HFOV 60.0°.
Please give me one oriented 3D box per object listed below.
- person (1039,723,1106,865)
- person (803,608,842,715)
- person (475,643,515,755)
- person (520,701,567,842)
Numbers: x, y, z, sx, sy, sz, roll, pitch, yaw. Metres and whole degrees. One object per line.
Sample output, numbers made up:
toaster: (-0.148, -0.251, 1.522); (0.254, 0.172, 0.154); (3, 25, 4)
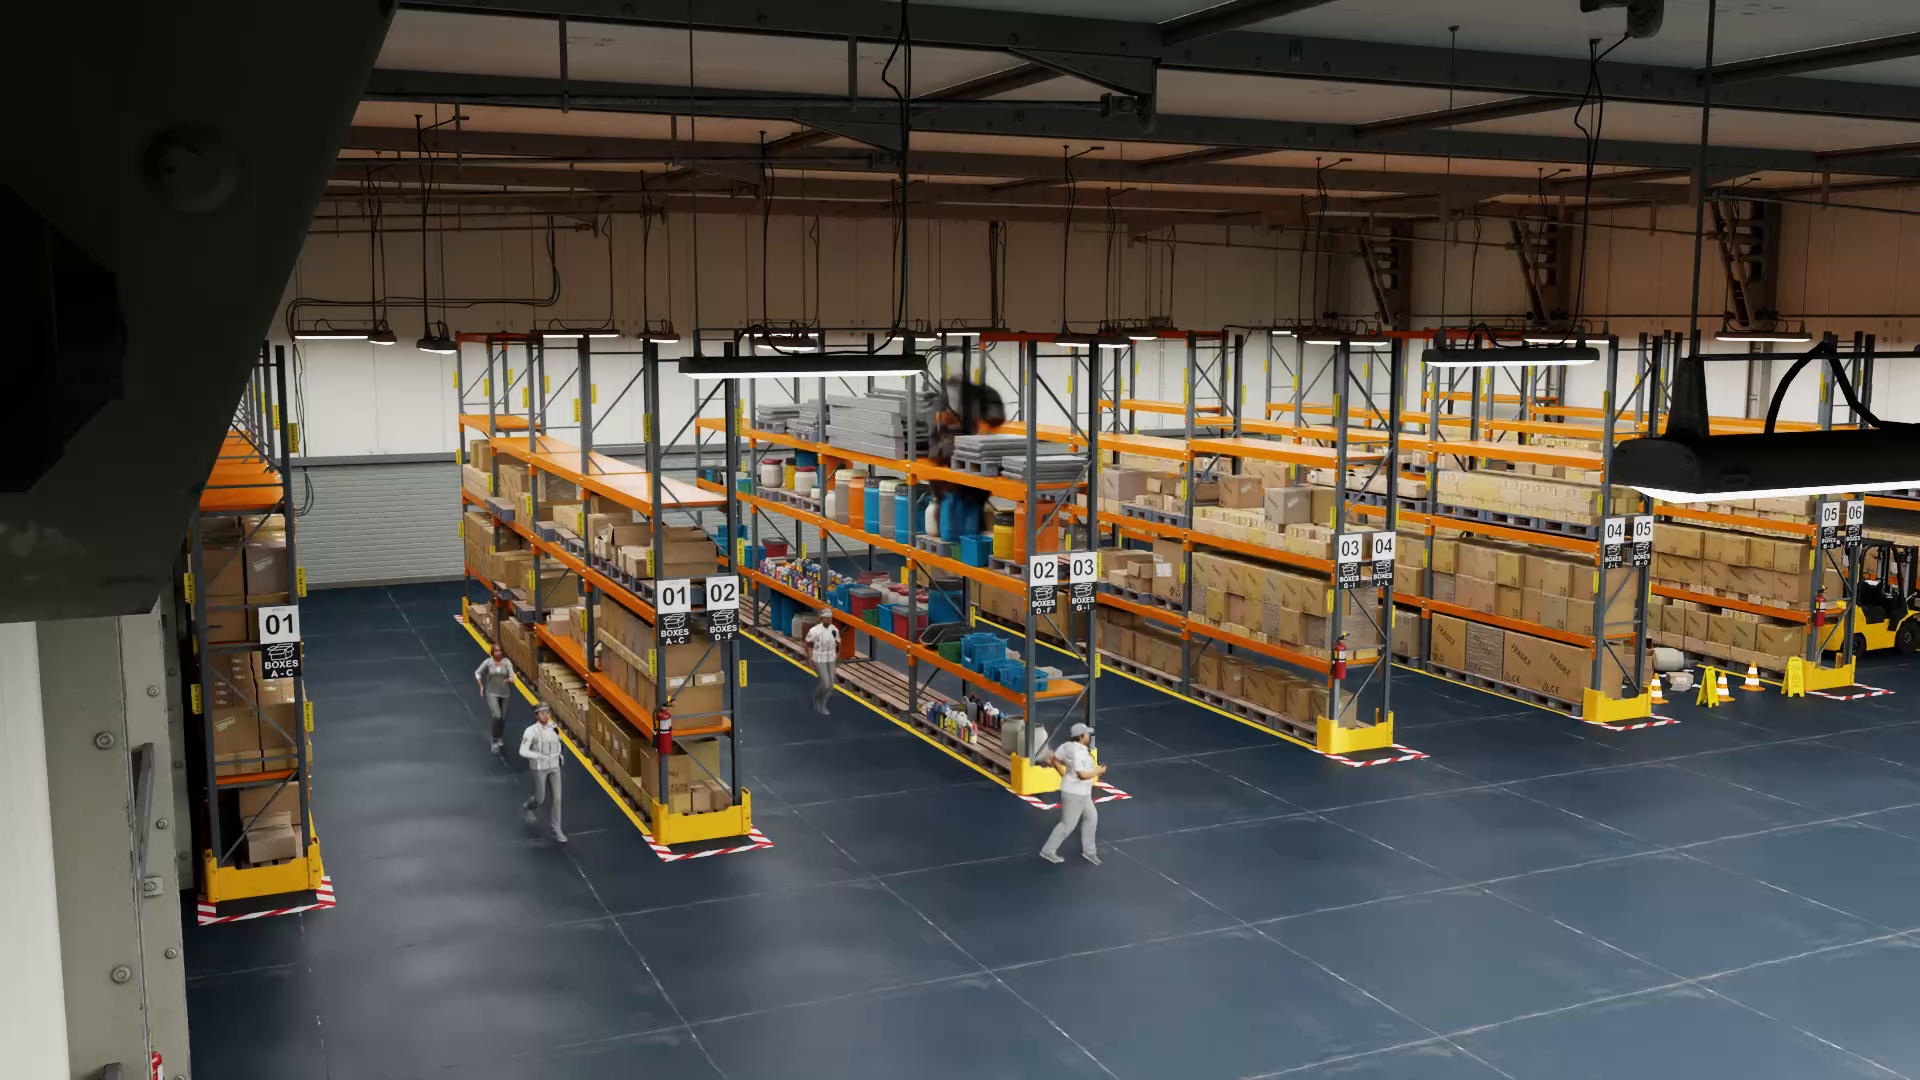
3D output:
person: (1.297, 2.964, 19.106); (0.765, 1.722, 0.576); (0, 8, -3)
person: (-2.030, 1.843, 25.150); (0.559, 1.659, 0.585); (-5, 9, -30)
person: (-6.719, 2.293, 24.158); (0.503, 1.617, 0.682); (-5, 9, -32)
person: (-5.035, 2.768, 20.197); (0.618, 1.667, 0.893); (-6, 10, -39)
